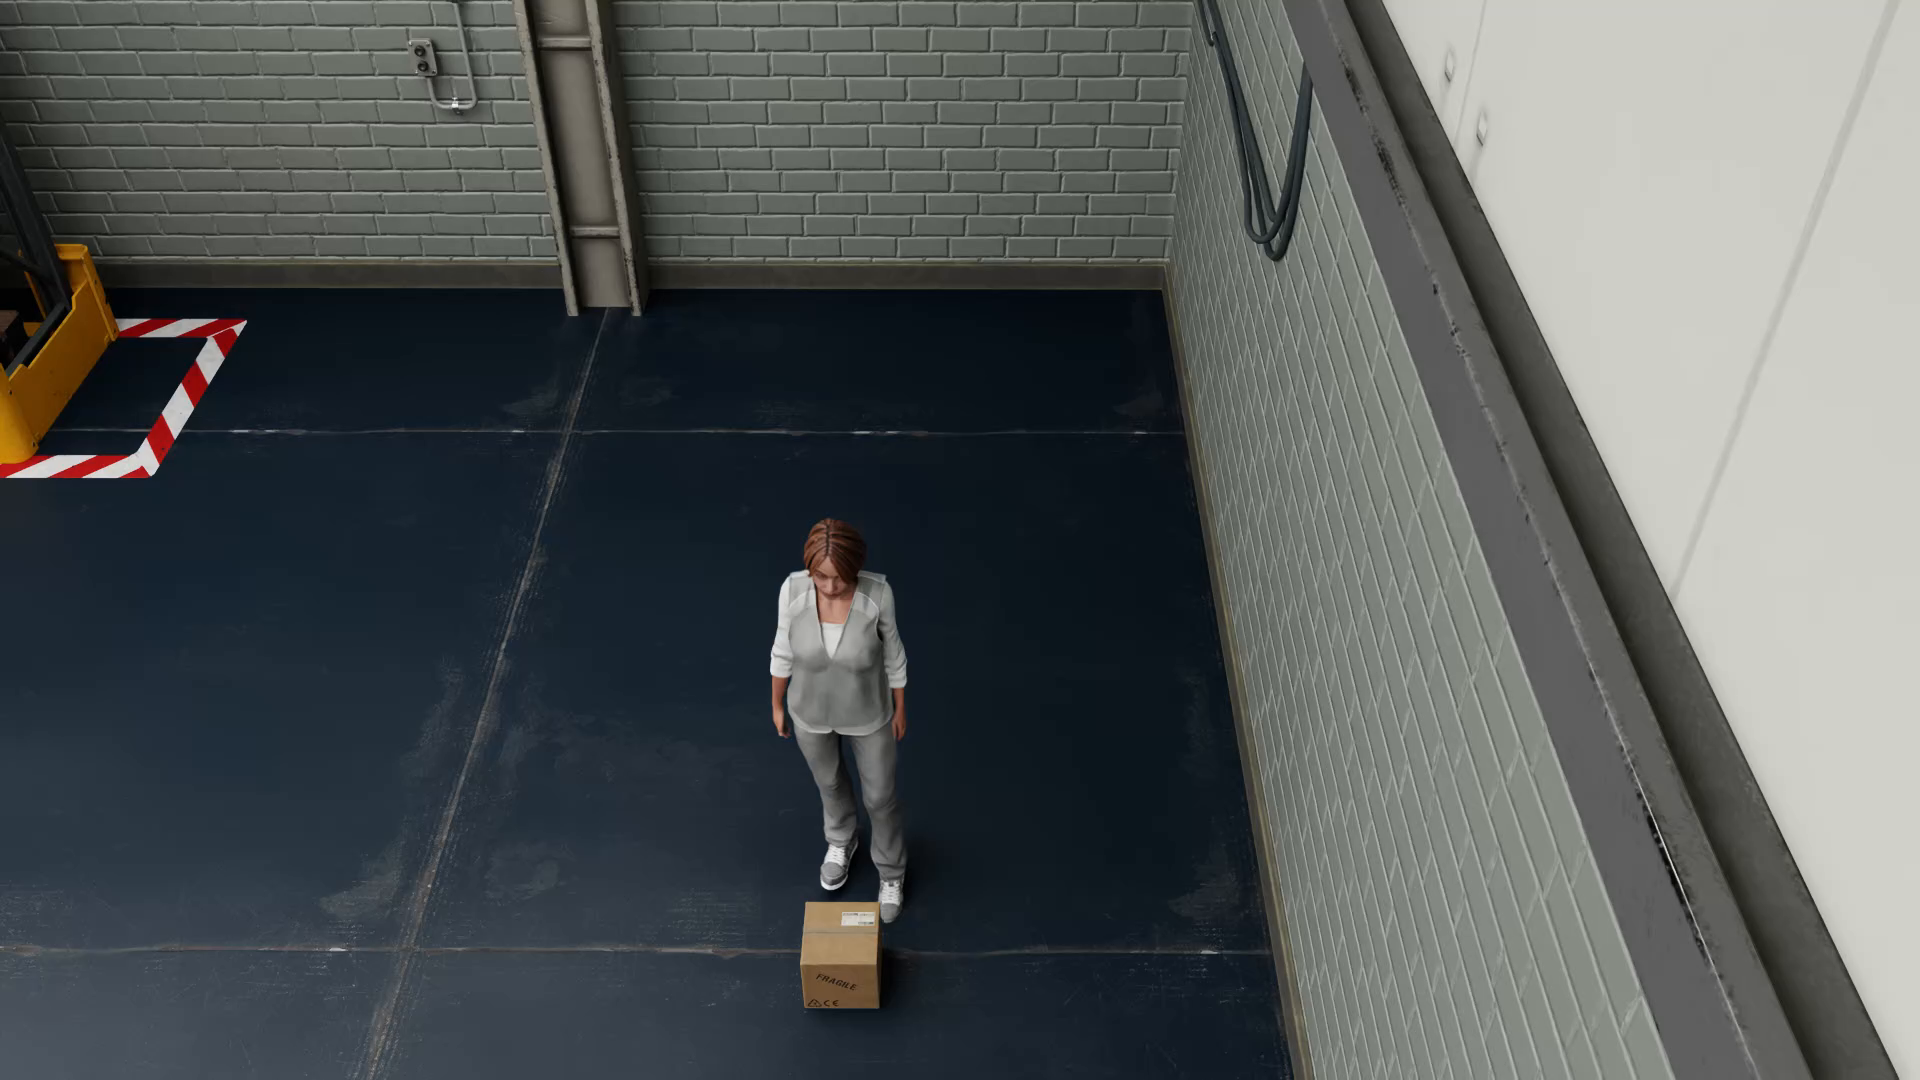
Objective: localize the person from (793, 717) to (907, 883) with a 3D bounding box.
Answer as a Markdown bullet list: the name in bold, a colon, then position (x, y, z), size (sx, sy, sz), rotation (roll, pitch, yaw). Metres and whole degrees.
- **person**: position (-0.367, 0.779, 5.675), size (0.383, 0.882, 0.298), rotation (4, 40, 5)
